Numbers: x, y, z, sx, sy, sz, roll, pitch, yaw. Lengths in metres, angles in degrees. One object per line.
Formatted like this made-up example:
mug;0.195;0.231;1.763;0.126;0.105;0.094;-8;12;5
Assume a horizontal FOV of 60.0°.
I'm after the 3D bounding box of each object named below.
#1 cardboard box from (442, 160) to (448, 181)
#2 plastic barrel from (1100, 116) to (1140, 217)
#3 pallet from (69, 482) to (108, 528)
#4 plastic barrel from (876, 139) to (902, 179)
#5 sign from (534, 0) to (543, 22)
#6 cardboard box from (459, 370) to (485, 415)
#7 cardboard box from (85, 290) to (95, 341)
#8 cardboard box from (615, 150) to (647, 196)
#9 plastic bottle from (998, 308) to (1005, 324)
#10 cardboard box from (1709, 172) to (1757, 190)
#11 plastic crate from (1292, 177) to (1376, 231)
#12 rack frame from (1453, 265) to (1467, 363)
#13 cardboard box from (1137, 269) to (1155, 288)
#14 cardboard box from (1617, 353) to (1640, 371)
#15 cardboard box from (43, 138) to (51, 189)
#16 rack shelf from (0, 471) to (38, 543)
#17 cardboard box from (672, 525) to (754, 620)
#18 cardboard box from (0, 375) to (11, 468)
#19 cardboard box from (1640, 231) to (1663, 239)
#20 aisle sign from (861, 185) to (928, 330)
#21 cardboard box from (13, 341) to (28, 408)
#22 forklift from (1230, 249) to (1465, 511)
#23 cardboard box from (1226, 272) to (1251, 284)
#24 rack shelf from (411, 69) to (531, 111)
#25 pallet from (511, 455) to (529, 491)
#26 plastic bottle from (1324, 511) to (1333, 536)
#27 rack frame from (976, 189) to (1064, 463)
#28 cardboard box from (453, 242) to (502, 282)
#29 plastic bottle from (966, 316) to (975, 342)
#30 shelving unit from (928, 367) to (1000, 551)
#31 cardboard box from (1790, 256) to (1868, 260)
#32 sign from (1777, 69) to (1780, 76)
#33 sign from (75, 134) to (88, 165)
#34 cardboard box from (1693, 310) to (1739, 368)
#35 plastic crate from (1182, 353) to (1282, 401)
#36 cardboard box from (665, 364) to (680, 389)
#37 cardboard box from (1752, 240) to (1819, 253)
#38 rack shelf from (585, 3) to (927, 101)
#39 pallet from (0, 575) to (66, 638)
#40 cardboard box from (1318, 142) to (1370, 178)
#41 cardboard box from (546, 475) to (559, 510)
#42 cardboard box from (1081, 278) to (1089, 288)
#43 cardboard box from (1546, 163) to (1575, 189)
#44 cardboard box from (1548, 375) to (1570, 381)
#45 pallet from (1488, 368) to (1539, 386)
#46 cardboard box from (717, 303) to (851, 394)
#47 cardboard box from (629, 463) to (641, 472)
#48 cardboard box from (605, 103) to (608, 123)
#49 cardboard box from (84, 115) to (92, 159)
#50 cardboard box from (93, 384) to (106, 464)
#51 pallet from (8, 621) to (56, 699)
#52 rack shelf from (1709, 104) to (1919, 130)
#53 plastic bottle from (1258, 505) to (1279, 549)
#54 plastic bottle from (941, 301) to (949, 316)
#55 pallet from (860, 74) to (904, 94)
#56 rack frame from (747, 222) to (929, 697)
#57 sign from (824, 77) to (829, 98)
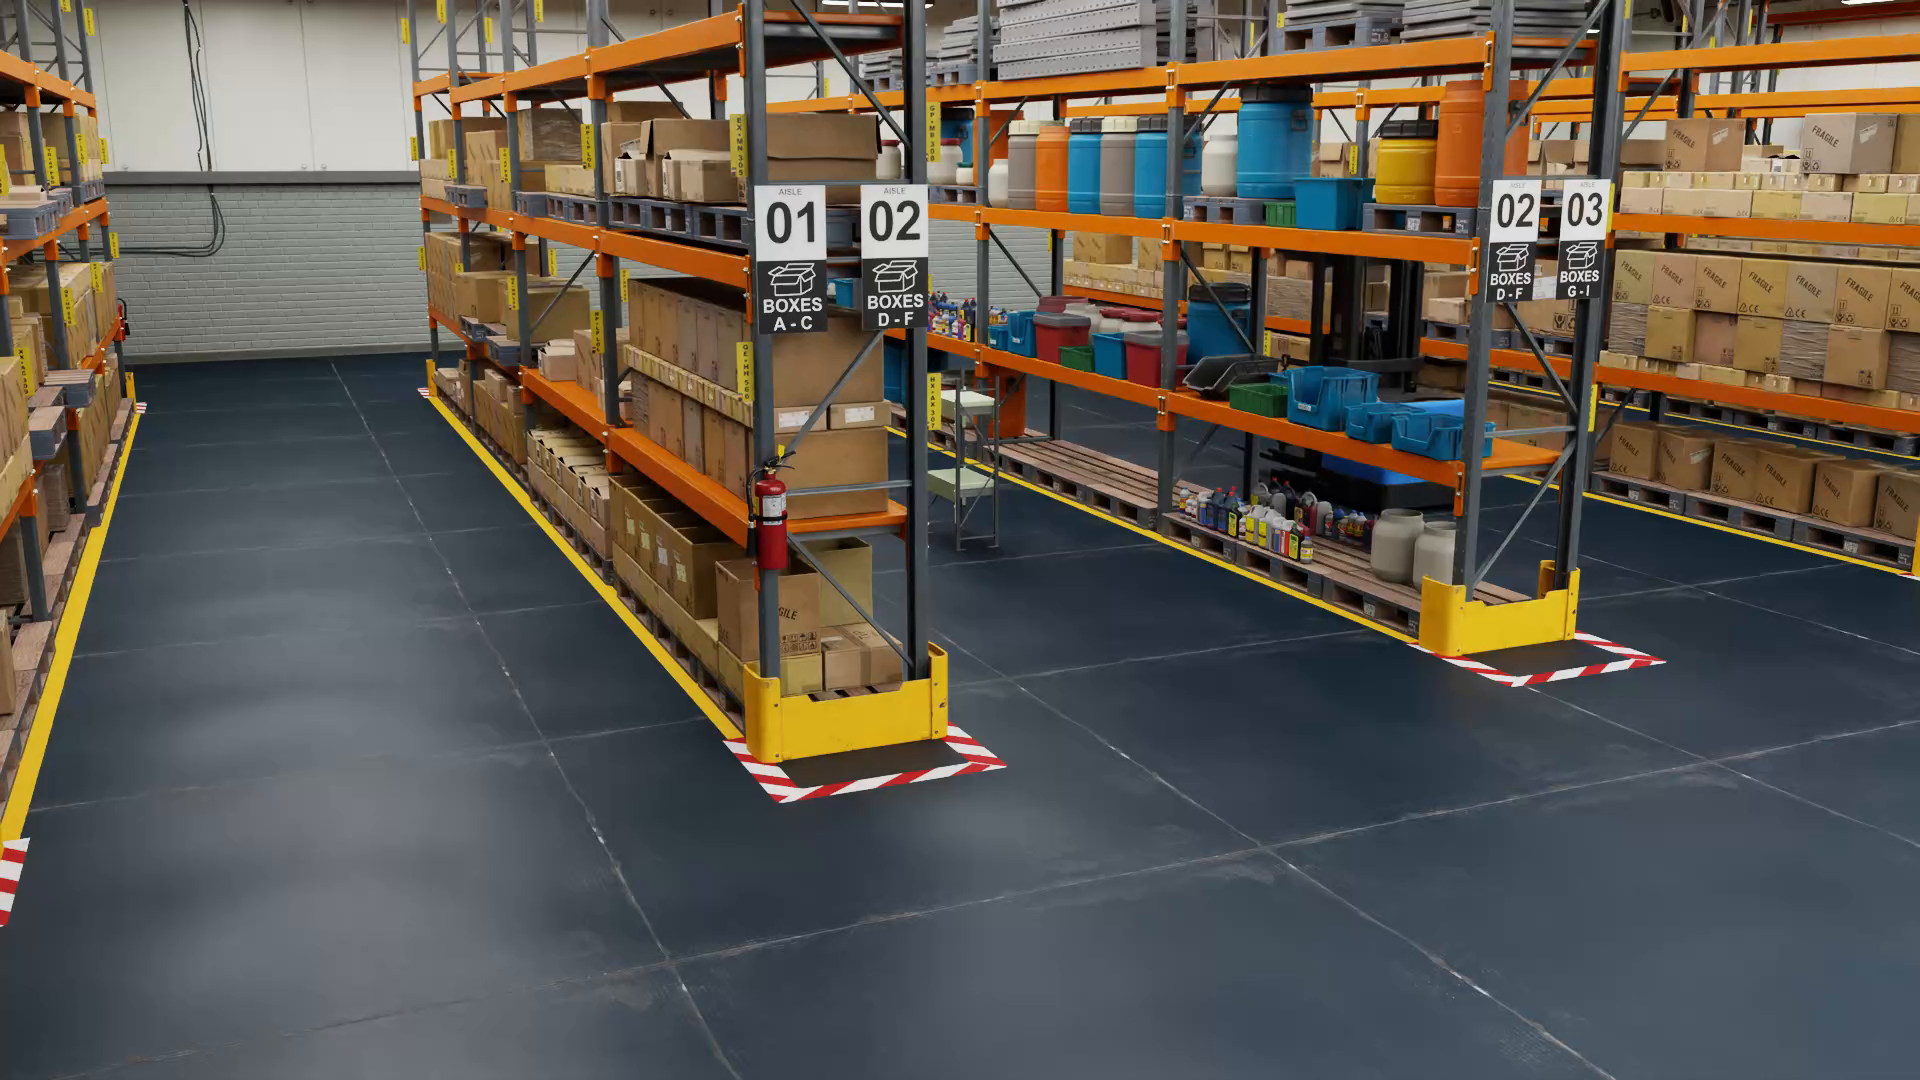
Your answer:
cardboard box;-6.114;-4.577;20.563;0.500;0.250;0.500;-6;14;-23
plastic barrel;1.606;-3.485;15.512;0.600;0.901;0.600;0;13;0
pallet;-8.655;-0.302;15.705;1.003;0.211;1.213;-6;14;-23
plastic barrel;-0.952;-4.813;21.126;0.433;0.535;0.433;0;13;0
sign;-4.967;-6.271;19.587;0.100;0.325;0.005;-6;14;-23
cardboard box;-5.962;-1.854;20.795;0.500;0.500;0.500;-6;14;-23
cardboard box;-9.382;-2.343;17.416;0.500;0.500;0.500;-6;14;-23
cardboard box;-2.093;-2.564;11.598;0.500;0.311;0.500;-6;15;-26
plastic bottle;0.502;-2.622;19.806;0.061;0.283;0.133;-6;14;-23
cardboard box;7.080;-3.277;15.174;0.380;0.149;0.250;-6;14;-24
plastic crate;2.834;-2.553;12.631;0.392;0.384;0.575;-6;14;-23
rack frame;8.190;-4.086;25.873;1.000;3.000;0.127;-6;14;-23
cardboard box;2.978;-3.905;24.764;0.500;0.250;0.500;-5;14;-21
cardboard box;6.708;-1.760;16.377;0.380;0.149;0.250;-6;14;-23
cardboard box;-9.477;-3.740;16.529;0.700;0.500;0.500;-6;14;-24
rack shelf;-6.005;0.100;9.383;1.077;0.370;4.000;-6;14;-23
cardboard box;-1.568;0.195;10.881;0.500;0.500;0.500;-6;14;-23
cardboard box;-5.937;-0.689;9.819;0.500;0.500;0.500;-6;14;-25
cardboard box;12.047;-5.268;28.541;0.500;0.500;0.500;-6;14;-24
aisle sign;-0.360;-1.567;9.221;0.394;0.787;0.004;-6;14;-23
cardboard box;-7.196;-1.152;11.995;0.700;0.500;0.500;-4;14;-17
forklift;3.909;-1.996;16.992;1.130;2.935;3.031;-6;14;-23
cardboard box;3.962;-3.383;22.613;0.500;0.500;0.500;-6;14;-24
rack shelf;-6.275;-5.749;21.355;1.077;0.370;4.000;-6;14;-23
pallet;-4.136;-0.738;17.590;1.003;0.211;1.213;-6;14;-23
plastic bottle;3.133;-0.141;14.056;0.097;0.201;0.097;0;13;0
rack frame;0.669;-2.385;18.524;1.000;3.000;0.127;-6;14;-23
cardboard box;-5.913;-3.382;20.391;0.500;0.500;0.500;-6;14;-23
plastic bottle;0.116;-2.374;18.732;0.061;0.283;0.133;-6;14;-23
shelving unit;0.003;-0.729;14.695;0.431;1.500;0.755;-6;14;-23
cardboard box;7.840;-2.309;15.094;0.500;0.500;0.500;-6;14;-23
sign;16.146;-9.331;32.805;0.100;0.325;0.005;-6;14;-23
sign;-9.518;-4.235;18.017;0.100;0.325;0.005;-6;14;-23
cardboard box;7.393;-1.901;15.548;0.875;0.500;0.500;-6;14;-23
plastic crate;2.364;-1.409;14.443;0.767;0.338;0.504;-6;14;-23
cardboard box;-1.819;-1.138;11.475;0.380;0.149;0.250;-6;14;-25
cardboard box;10.374;-3.492;20.866;0.700;0.500;0.500;-6;14;-24
rack shelf;-1.468;-3.077;10.688;1.077;0.370;4.000;-6;14;-23
pallet;-7.120;0.534;12.096;1.003;0.211;1.213;-6;14;-23
cardboard box;4.897;-4.669;20.576;0.797;0.503;0.637;-5;14;-20
cardboard box;-3.515;-0.458;15.365;0.500;0.250;0.500;-6;14;-24
cardboard box;2.155;-4.100;26.492;0.380;0.149;0.250;-6;14;-24
cardboard box;6.341;-3.792;17.316;0.396;0.266;0.258;-5;14;-21
cardboard box;8.858;-2.574;23.953;0.500;0.500;0.500;-6;14;-25
pallet;8.503;-2.567;25.493;1.003;0.211;1.213;-6;14;-23
cardboard box;-1.079;-1.183;10.232;0.700;0.500;0.500;-6;14;-24
cardboard box;-2.610;-0.569;14.600;0.500;0.311;0.500;-6;14;-25
cardboard box;-2.729;-3.317;13.636;0.500;0.500;0.500;-4;14;-18
cardboard box;-10.454;-4.704;19.405;0.500;0.500;0.500;-6;14;-23
cardboard box;-9.273;-1.168;17.102;0.750;0.750;0.750;-5;14;-21
pallet;-6.505;0.830;10.816;1.003;0.211;1.213;-6;14;-23
rack shelf;13.486;-6.518;25.559;1.077;0.370;4.000;-6;14;-23
plastic bottle;2.535;-0.113;13.606;0.144;0.351;0.185;-5;14;-21
plastic bottle;-0.184;-2.874;20.922;0.097;0.271;0.097;0;13;0
pallet;-0.574;-5.679;20.758;1.003;0.211;1.213;-6;14;-23
rack frame;-0.667;-0.286;9.453;1.000;3.000;0.127;-6;14;-23
sign;-2.038;-6.857;25.254;0.100;0.325;0.005;-6;14;-23
